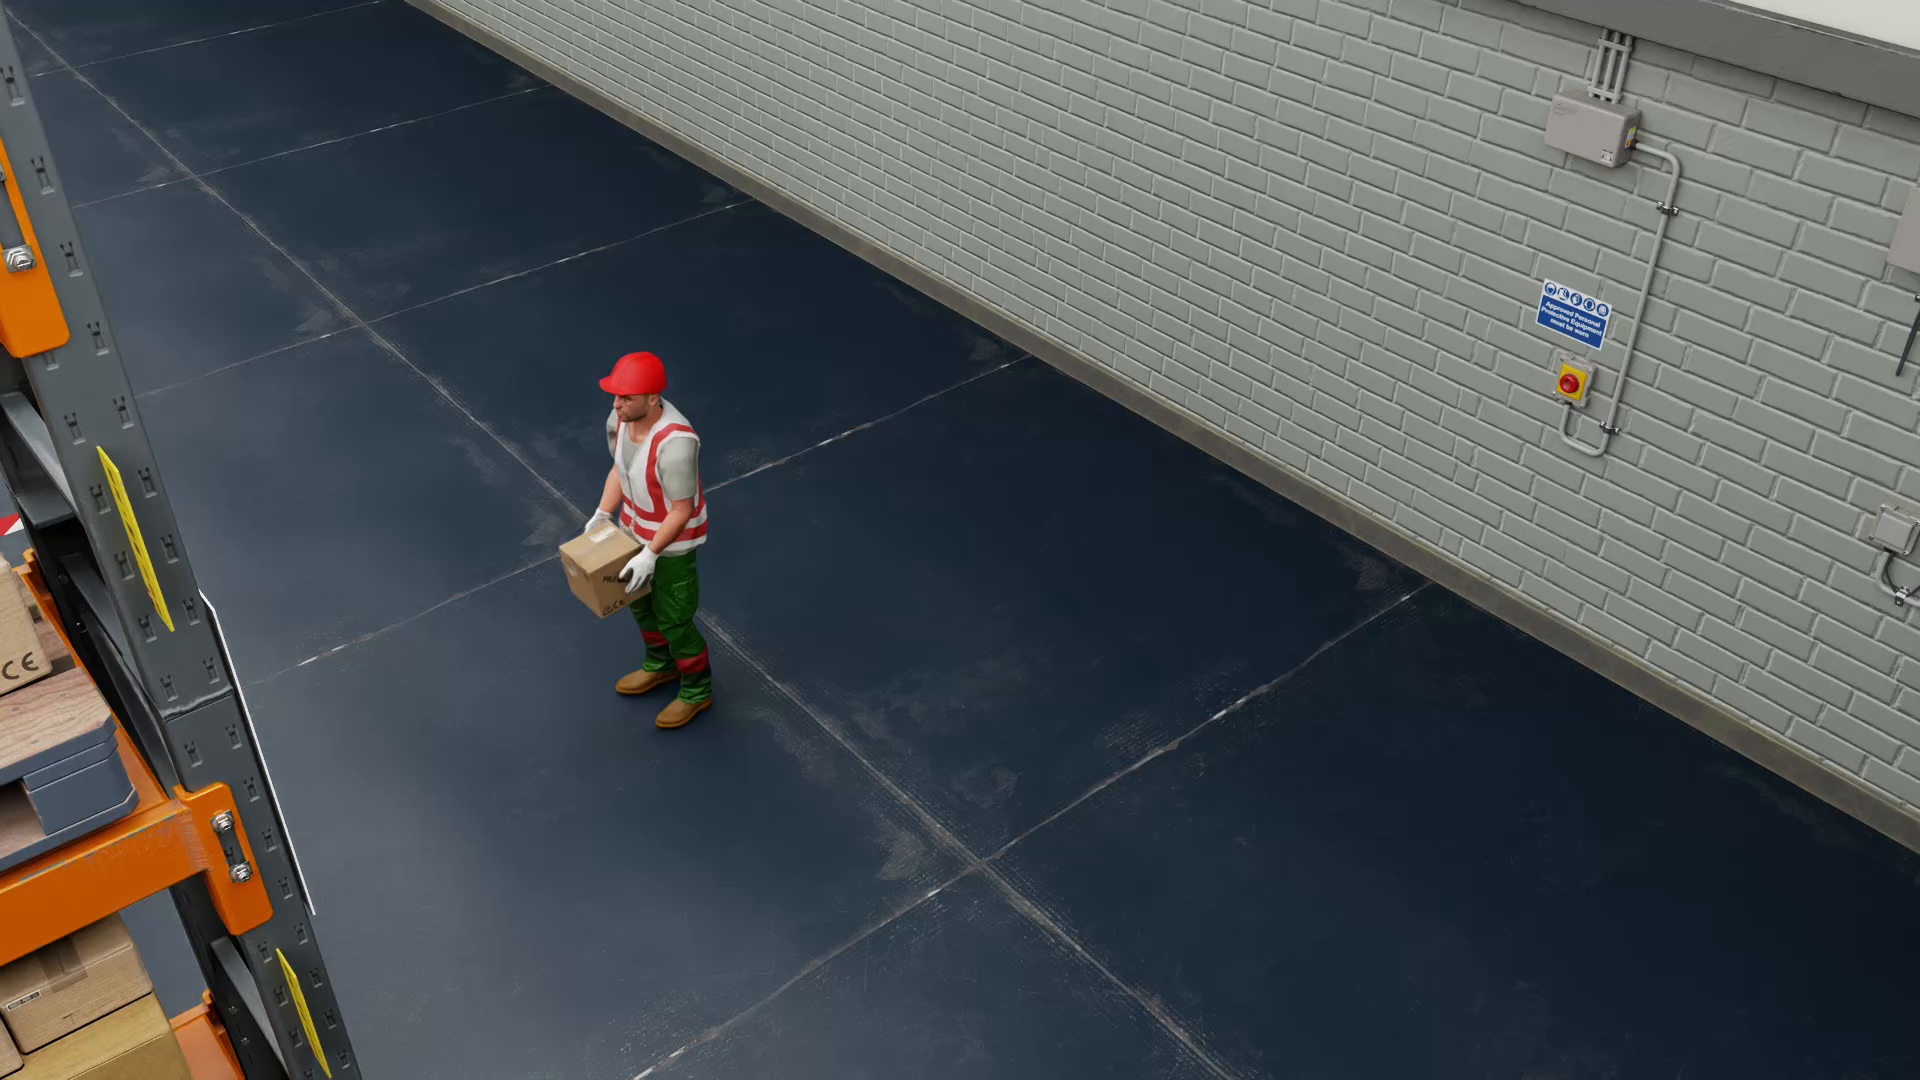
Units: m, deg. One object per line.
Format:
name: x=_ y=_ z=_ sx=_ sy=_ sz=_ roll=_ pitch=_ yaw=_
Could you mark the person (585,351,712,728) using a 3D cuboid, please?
person: x=-1.314 y=0.009 z=7.042 sx=0.474 sy=1.793 sz=0.533 roll=-27 pitch=43 yaw=-32
